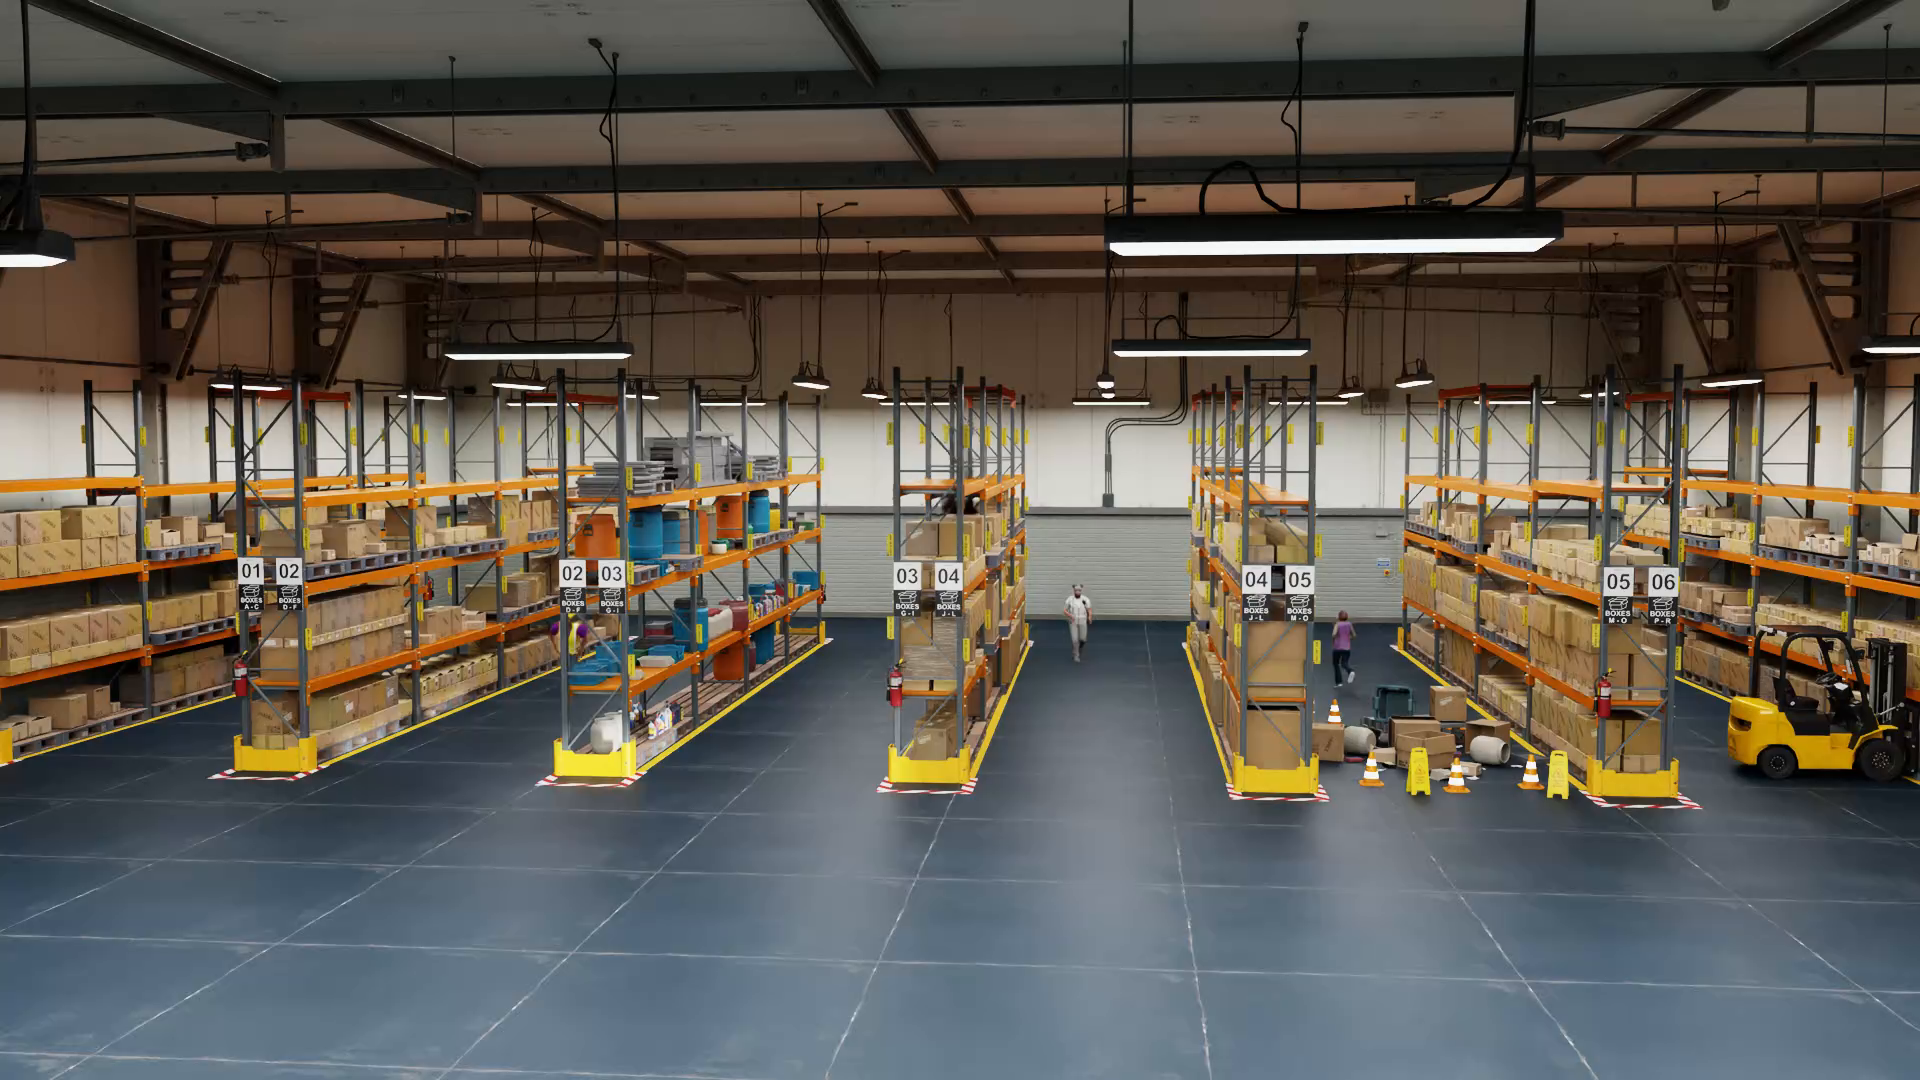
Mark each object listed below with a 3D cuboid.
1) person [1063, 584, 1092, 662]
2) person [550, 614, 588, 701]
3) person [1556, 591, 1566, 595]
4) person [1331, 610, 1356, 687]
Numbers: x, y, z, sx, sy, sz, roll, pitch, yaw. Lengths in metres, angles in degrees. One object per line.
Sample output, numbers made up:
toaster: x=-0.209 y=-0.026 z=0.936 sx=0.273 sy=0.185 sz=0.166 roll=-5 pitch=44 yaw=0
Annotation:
person: x=2.634 y=1.841 z=37.090 sx=0.664 sy=1.738 sz=0.573 roll=0 pitch=4 yaw=-1
person: x=-7.471 y=2.176 z=31.800 sx=0.709 sy=1.700 sz=1.014 roll=0 pitch=4 yaw=-1
person: x=12.572 y=1.951 z=34.792 sx=0.679 sy=1.816 sz=0.807 roll=0 pitch=4 yaw=-6
person: x=7.594 y=2.180 z=32.973 sx=0.537 sy=1.586 sz=0.744 roll=-1 pitch=4 yaw=-10
